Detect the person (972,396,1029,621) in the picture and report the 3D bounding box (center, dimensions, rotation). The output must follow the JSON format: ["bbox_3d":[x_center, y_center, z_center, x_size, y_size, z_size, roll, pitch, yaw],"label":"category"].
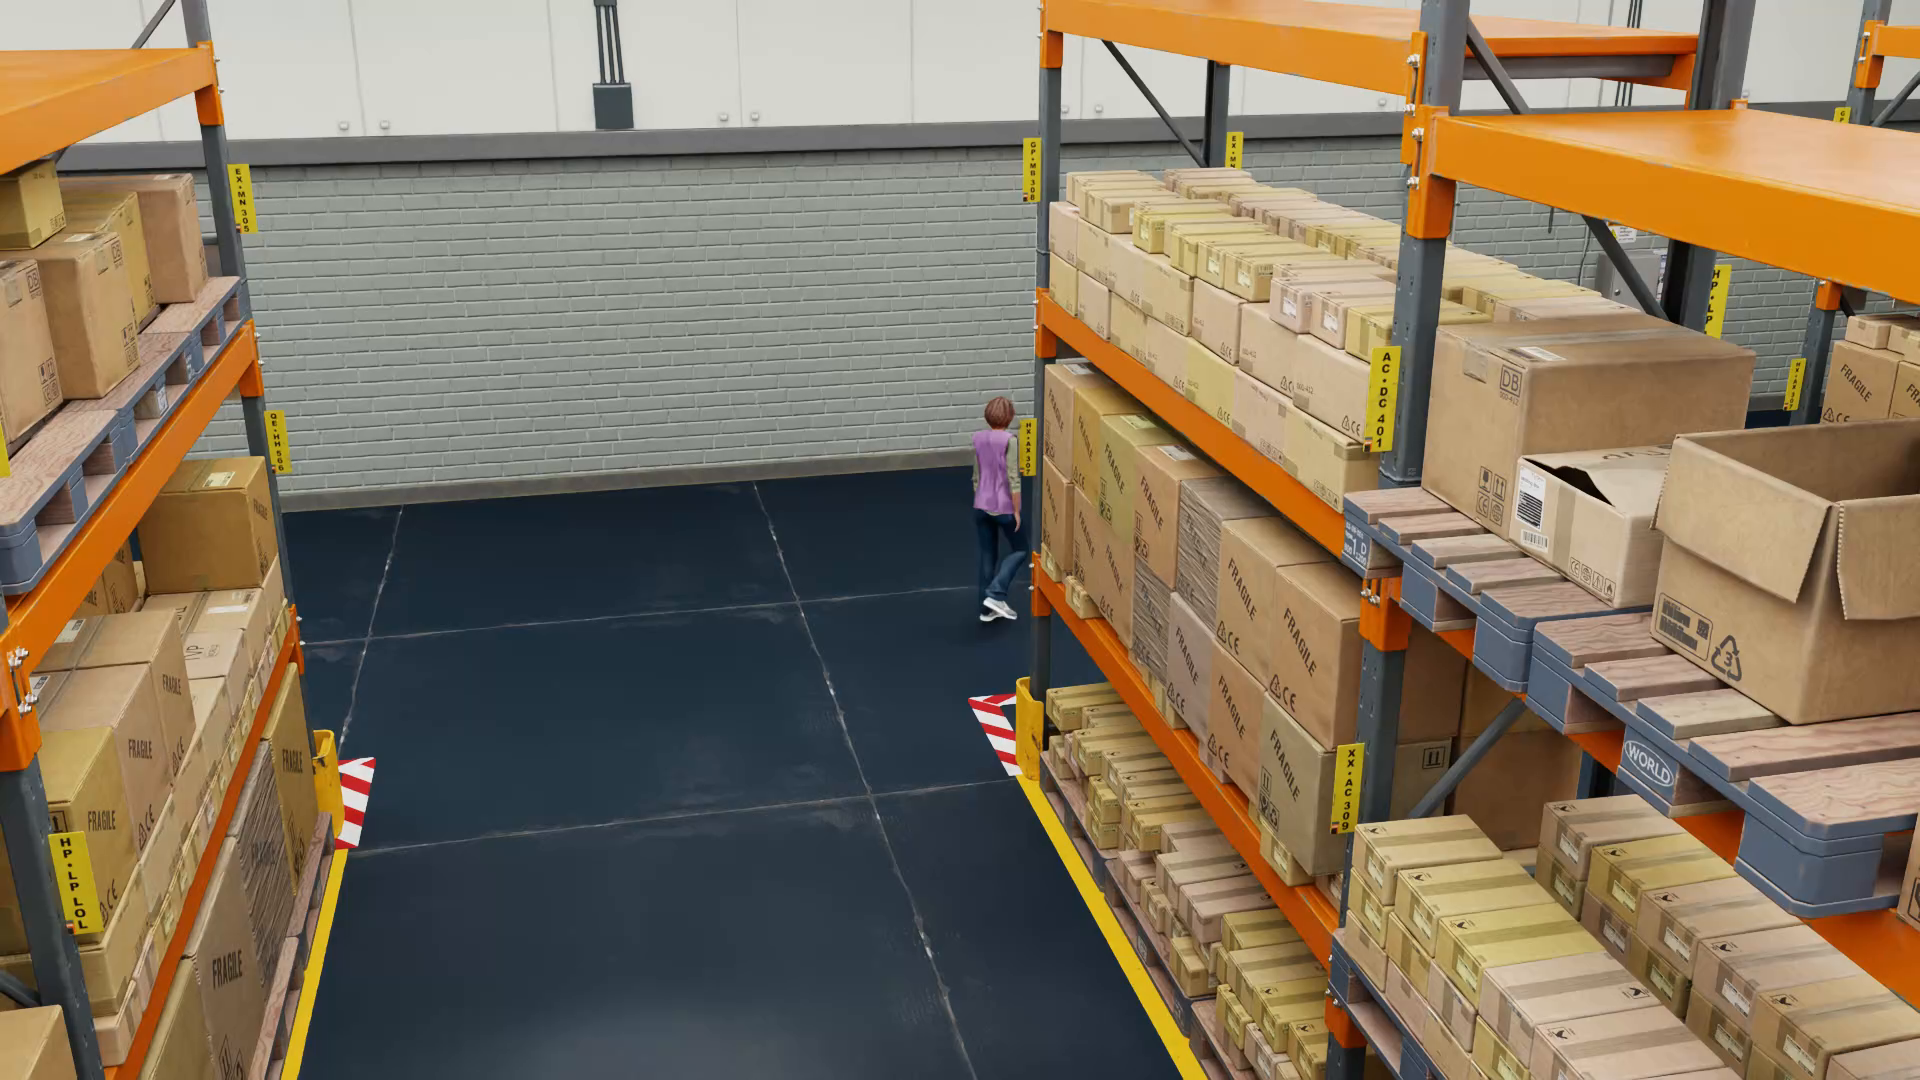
[{"bbox_3d":[0.246,-0.194,11.600,0.440,1.581,0.420,13,24,32],"label":"person"}]
